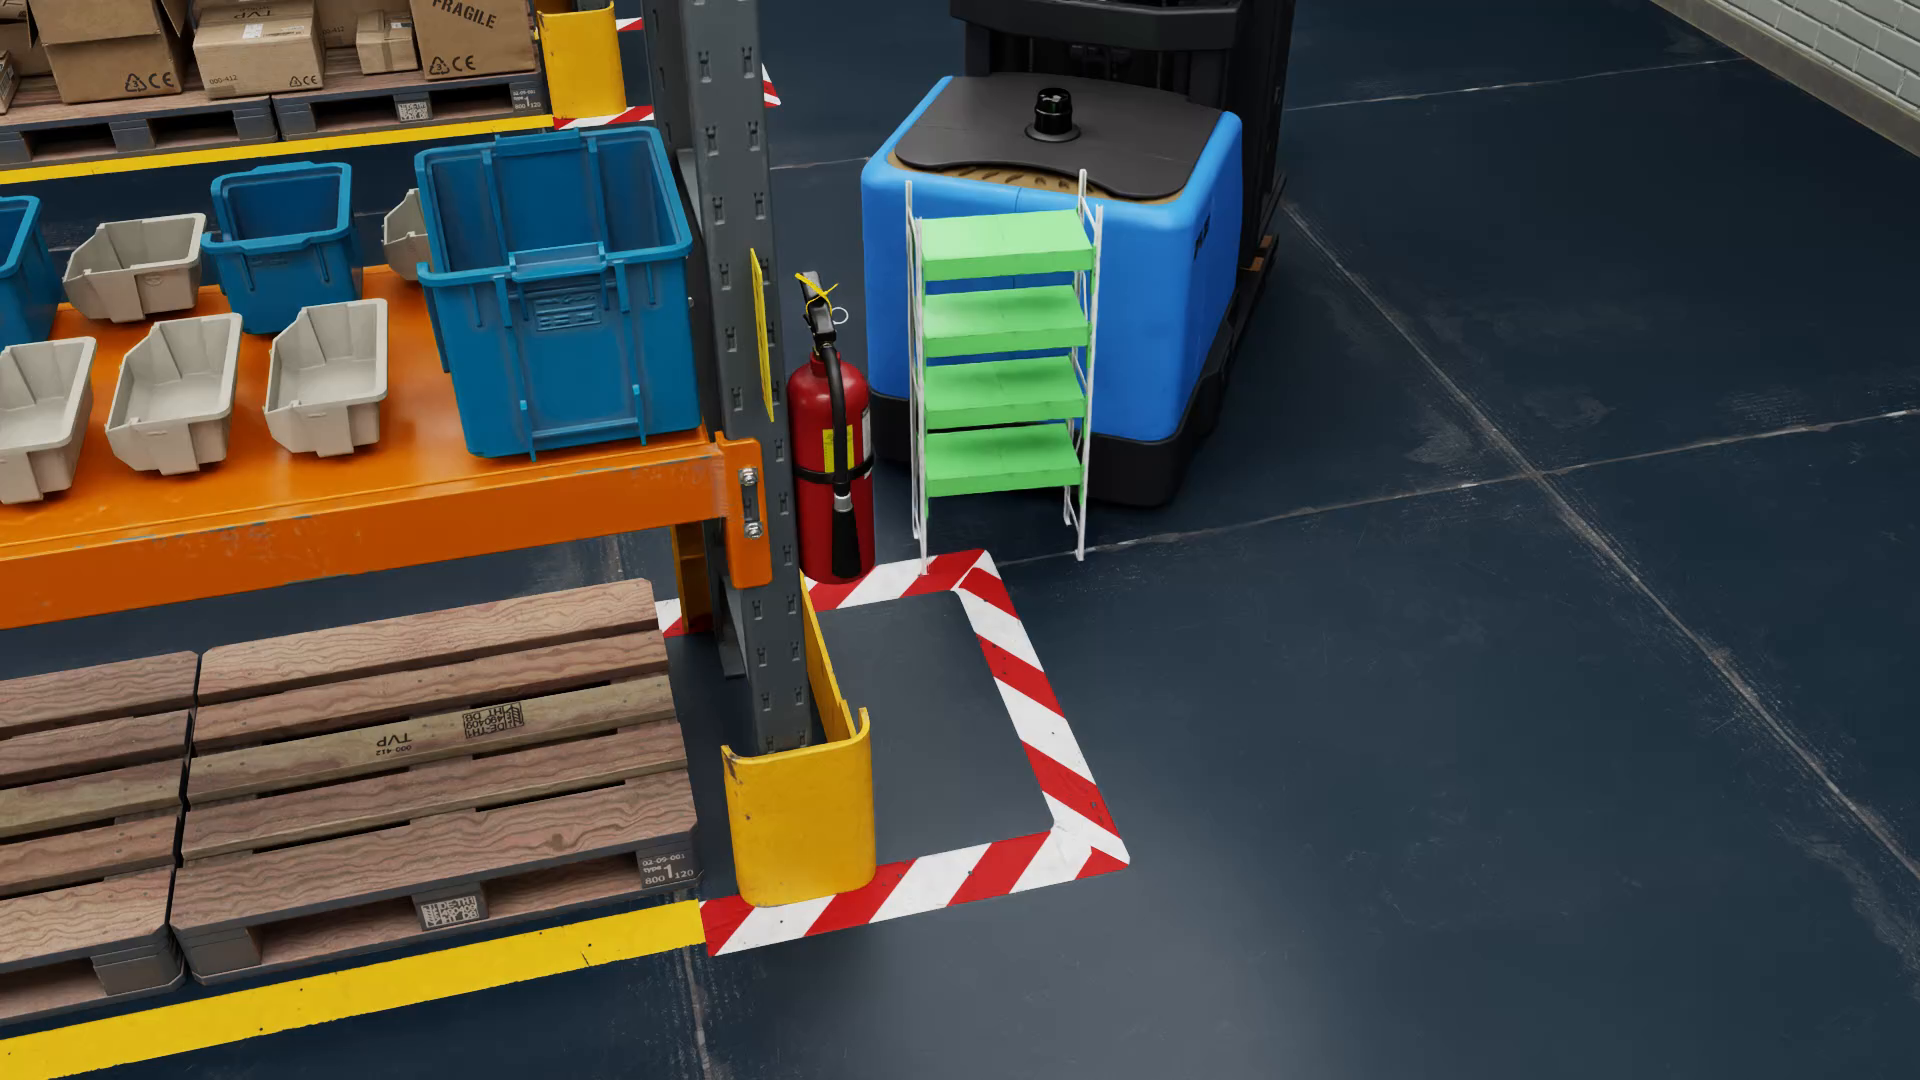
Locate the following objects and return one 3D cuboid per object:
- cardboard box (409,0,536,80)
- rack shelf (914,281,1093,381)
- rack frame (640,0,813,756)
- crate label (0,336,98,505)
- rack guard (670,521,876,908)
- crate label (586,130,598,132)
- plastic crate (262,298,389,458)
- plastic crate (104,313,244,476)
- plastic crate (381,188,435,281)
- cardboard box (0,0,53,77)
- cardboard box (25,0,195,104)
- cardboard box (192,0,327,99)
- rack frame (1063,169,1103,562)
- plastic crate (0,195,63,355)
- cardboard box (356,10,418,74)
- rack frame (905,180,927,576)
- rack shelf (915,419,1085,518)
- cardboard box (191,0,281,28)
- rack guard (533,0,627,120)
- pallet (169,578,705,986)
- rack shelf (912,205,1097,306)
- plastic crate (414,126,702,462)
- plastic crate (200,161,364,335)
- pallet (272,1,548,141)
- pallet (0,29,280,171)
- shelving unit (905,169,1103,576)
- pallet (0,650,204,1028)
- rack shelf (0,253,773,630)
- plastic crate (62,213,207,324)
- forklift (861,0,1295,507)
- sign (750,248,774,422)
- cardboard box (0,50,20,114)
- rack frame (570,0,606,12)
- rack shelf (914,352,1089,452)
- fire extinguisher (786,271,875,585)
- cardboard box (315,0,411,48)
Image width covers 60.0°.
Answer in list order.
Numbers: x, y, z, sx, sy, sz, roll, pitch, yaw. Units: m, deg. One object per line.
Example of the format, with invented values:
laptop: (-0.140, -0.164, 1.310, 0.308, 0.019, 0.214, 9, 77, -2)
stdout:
cardboard box: (-2.282, -2.497, 7.741, 0.500, 0.500, 0.500, -9, 38, -12)
rack shelf: (0.116, -0.600, 4.756, 0.480, 0.148, 0.258, -5, 38, -7)
rack frame: (-0.534, -0.640, 3.618, 0.127, 3.000, 1.000, -9, 38, -12)
crate label: (-1.820, -0.228, 3.246, 0.243, 0.136, 0.396, -9, 38, -12)
rack guard: (-0.514, 0.342, 4.392, 0.348, 0.500, 1.175, -9, 38, -12)
crate label: (-0.858, -0.751, 3.851, 0.303, 0.233, 0.416, -9, 38, -12)
plastic crate: (-1.274, -0.323, 3.372, 0.243, 0.136, 0.396, -9, 38, -12)
plastic crate: (-1.557, -0.286, 3.323, 0.243, 0.136, 0.396, -9, 38, -12)
plastic crate: (-1.189, -0.711, 3.878, 0.298, 0.136, 0.250, -9, 38, -12)
cardboard box: (-4.483, -2.394, 7.762, 0.500, 0.311, 0.500, -9, 38, -12)
cardboard box: (-3.871, -2.396, 7.606, 0.637, 0.503, 0.797, -9, 38, -12)
cardboard box: (-3.207, -2.265, 7.643, 0.500, 0.250, 0.500, -9, 38, -12)
rack frame: (0.357, -0.481, 4.891, 0.015, 1.200, 0.240, -5, 38, -7)
plastic crate: (-2.129, -0.543, 3.579, 0.300, 0.233, 0.416, -9, 38, -12)
cardboard box: (-2.697, -2.353, 7.827, 0.250, 0.166, 0.380, -9, 38, -12)
rack frame: (-0.125, -0.438, 4.835, 0.015, 1.200, 0.240, -5, 38, -7)
rack shelf: (0.116, -0.218, 5.048, 0.480, 0.148, 0.258, -5, 38, -7)
cardboard box: (-3.386, -2.550, 8.016, 0.500, 0.250, 0.500, -9, 38, -12)
rack guard: (-1.895, -2.541, 8.160, 0.348, 0.500, 1.175, -9, 38, -12)
pallet: (-1.340, 0.576, 4.324, 1.213, 0.211, 1.003, -9, 38, -12)
rack shelf: (0.116, -0.790, 4.611, 0.480, 0.148, 0.258, -5, 38, -7)
plastic crate: (-0.808, -0.515, 3.376, 0.499, 0.435, 0.616, -9, 38, -12)
plastic crate: (-1.493, -0.647, 3.715, 0.300, 0.233, 0.416, -9, 38, -12)
pallet: (-2.664, -2.299, 8.082, 1.213, 0.211, 1.003, -9, 38, -12)
pallet: (-3.840, -2.108, 7.832, 1.213, 0.211, 1.003, -9, 38, -12)
shelving unit: (0.116, -0.460, 4.863, 0.503, 1.200, 0.258, -5, 38, -7)
pallet: (-2.515, 0.767, 4.074, 1.213, 0.211, 1.003, -9, 38, -12)
rack shelf: (-2.464, -0.037, 3.422, 4.000, 0.370, 1.077, -9, 38, -12)
plastic crate: (-1.844, -0.603, 3.737, 0.298, 0.136, 0.250, -9, 38, -12)
forklift: (0.632, -2.169, 5.672, 1.130, 2.935, 3.031, 11, 39, 14)
sign: (-0.374, -0.384, 3.149, 0.005, 0.325, 0.100, -9, 38, -12)
cardboard box: (-4.389, -2.044, 7.423, 0.250, 0.166, 0.380, -9, 38, -12)
rack frame: (-1.821, -3.546, 7.416, 0.127, 3.000, 1.000, -9, 38, -12)
rack shelf: (0.116, -0.409, 4.902, 0.480, 0.148, 0.258, -5, 38, -7)
fire extinguisher: (-0.269, -0.218, 3.437, 0.183, 0.674, 0.296, -9, 38, -12)
cardboard box: (-2.903, -2.630, 8.120, 0.500, 0.250, 0.500, -9, 38, -12)
